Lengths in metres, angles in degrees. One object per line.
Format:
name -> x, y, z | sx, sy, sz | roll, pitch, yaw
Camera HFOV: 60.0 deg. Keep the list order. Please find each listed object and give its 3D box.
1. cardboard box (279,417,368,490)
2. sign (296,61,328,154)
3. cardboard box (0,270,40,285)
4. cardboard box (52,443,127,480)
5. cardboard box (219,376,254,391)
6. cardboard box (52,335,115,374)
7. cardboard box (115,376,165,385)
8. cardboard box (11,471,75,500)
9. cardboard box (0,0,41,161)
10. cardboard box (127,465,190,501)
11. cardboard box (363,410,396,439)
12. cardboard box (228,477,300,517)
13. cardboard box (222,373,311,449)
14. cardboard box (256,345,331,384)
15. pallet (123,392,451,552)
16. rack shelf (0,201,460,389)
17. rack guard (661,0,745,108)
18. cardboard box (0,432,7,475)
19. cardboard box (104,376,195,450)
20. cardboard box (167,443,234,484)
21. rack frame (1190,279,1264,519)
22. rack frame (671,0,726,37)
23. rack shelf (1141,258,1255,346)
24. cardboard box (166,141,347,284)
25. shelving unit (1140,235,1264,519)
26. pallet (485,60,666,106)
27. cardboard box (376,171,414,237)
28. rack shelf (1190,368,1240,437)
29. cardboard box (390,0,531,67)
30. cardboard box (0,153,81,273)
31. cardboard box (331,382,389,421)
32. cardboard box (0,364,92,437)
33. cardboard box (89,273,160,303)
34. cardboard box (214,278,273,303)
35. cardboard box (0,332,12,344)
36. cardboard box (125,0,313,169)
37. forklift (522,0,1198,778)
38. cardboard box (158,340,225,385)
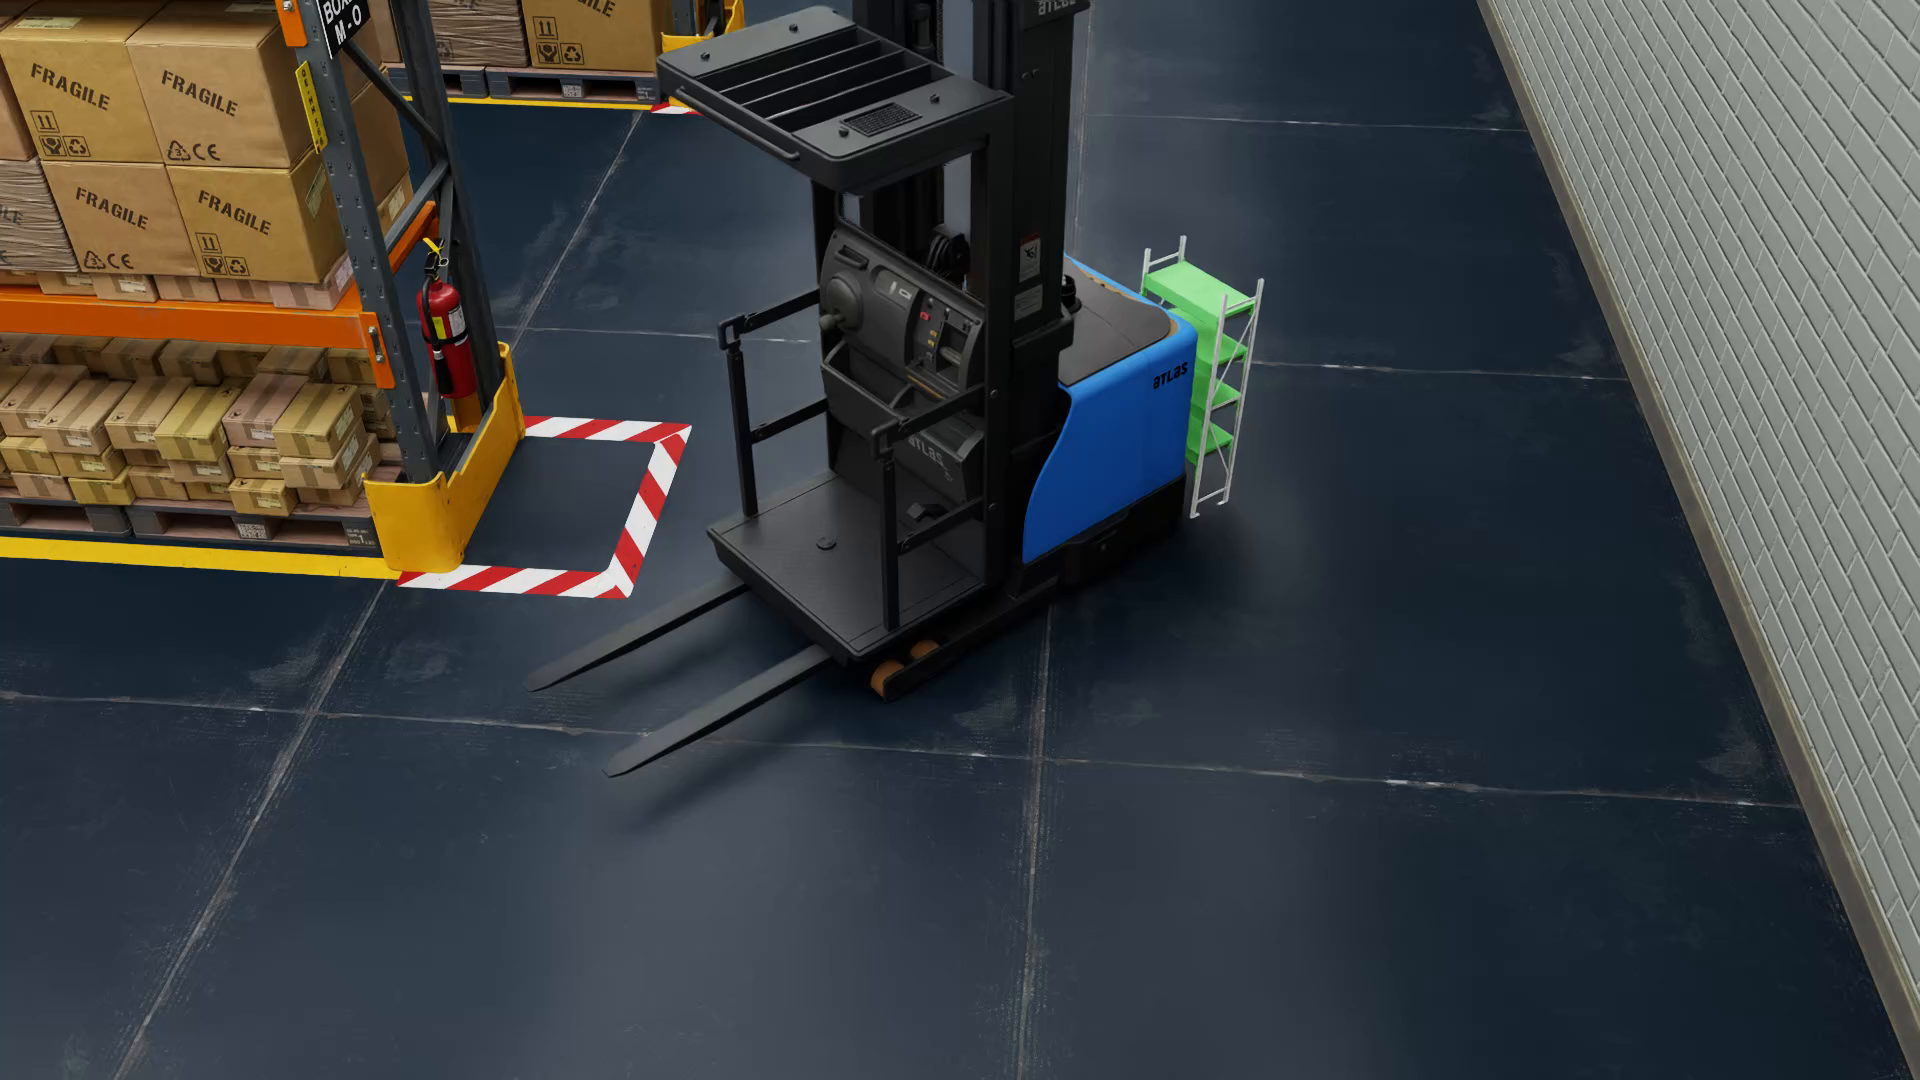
cardboard box -> -2.889, -0.403, 7.559 | 0.250, 0.149, 0.380 | 2, 39, 3
sign -> -2.407, -1.605, 6.178 | 0.005, 0.325, 0.100 | 3, 39, 4
cardboard box -> -3.964, -1.249, 7.108 | 0.250, 0.149, 0.380 | 2, 39, 2
cardboard box -> -3.924, -0.450, 7.617 | 0.250, 0.149, 0.380 | 4, 39, 5
cardboard box -> -3.358, -0.752, 7.988 | 0.250, 0.149, 0.380 | 4, 39, 4
cardboard box -> -4.144, -0.971, 8.021 | 0.250, 0.149, 0.380 | 4, 39, 5
cardboard box -> -3.877, -0.789, 8.033 | 0.250, 0.149, 0.380 | 1, 39, 2
cardboard box -> -4.179, -0.362, 7.744 | 0.250, 0.149, 0.380 | 4, 39, 5
cardboard box -> -3.840, -1.842, 6.530 | 0.500, 0.500, 0.500 | 5, 39, 6
cardboard box -> -3.649, -0.360, 7.742 | 0.250, 0.149, 0.380 | 4, 39, 4
cardboard box -> -2.833, -0.668, 8.121 | 0.250, 0.149, 0.380 | 4, 39, 5
cardboard box -> -3.146, -0.286, 7.651 | 0.250, 0.149, 0.380 | 4, 39, 5
cardboard box -> -3.133, -0.588, 7.551 | 0.250, 0.149, 0.380 | 4, 39, 5
cardboard box -> -3.116, -0.851, 7.873 | 0.250, 0.149, 0.380 | 4, 39, 5
pallet -> -3.221, -0.370, 8.038 | 1.213, 0.211, 1.003 | 3, 39, 4
rack shelf -> -4.331, -1.211, 7.432 | 4.000, 0.370, 1.077 | 3, 39, 4
rack guard -> -1.786, -3.524, 11.684 | 0.348, 0.500, 1.175 | 3, 39, 4
cardboard box -> -4.455, -0.474, 7.646 | 0.250, 0.149, 0.380 | 4, 39, 4
cardboard box -> -3.655, -0.577, 7.537 | 0.250, 0.149, 0.380 | 2, 39, 2
cardboard box -> -3.407, -0.430, 7.592 | 0.250, 0.149, 0.380 | 2, 39, 2
rack frame -> 1.205, -0.620, 7.553 | 0.240, 1.200, 0.015 | -24, 45, -30
rack frame -> -1.810, -4.495, 10.896 | 0.127, 3.000, 1.000 | 3, 39, 4
rack shelf -> 1.070, -1.071, 7.448 | 0.258, 0.148, 0.480 | -24, 45, -30
cardboard box -> -2.809, -1.398, 6.777 | 0.500, 0.500, 0.500 | 4, 39, 5
shelving unit -> 1.056, -0.742, 7.703 | 0.258, 1.200, 0.503 | -24, 45, -30
pallet -> -2.614, -3.408, 11.770 | 1.213, 0.211, 1.003 | 3, 39, 4
cardboard box -> -2.633, -1.508, 7.425 | 0.250, 0.149, 0.380 | 3, 39, 3
rack shelf -> 1.054, -0.692, 7.742 | 0.258, 0.148, 0.480 | -24, 45, -30
cardboard box -> -3.361, -3.868, 11.476 | 0.875, 0.875, 0.875 | 3, 39, 4
cardboard box -> -3.827, -1.451, 6.841 | 0.500, 0.500, 0.500 | 3, 39, 4
cardboard box -> -2.839, -0.744, 7.978 | 0.250, 0.149, 0.380 | 5, 39, 6
cardboard box -> -4.180, -0.640, 7.615 | 0.250, 0.149, 0.380 | 2, 39, 2
cardboard box -> -3.440, -1.164, 7.003 | 0.250, 0.149, 0.380 | 4, 39, 5
cardboard box -> -2.933, -1.161, 6.999 | 0.250, 0.149, 0.380 | 3, 39, 4
cardboard box -> -4.641, -1.007, 8.065 | 0.250, 0.149, 0.380 | 2, 39, 2
cardboard box -> -2.816, -1.792, 6.468 | 0.500, 0.500, 0.500 | 2, 39, 3
forklift -> -0.399, -0.849, 6.471 | 3.031, 2.935, 1.130 | -29, 47, -30
cardboard box -> -3.611, -0.906, 7.942 | 0.250, 0.149, 0.380 | 1, 39, 2
